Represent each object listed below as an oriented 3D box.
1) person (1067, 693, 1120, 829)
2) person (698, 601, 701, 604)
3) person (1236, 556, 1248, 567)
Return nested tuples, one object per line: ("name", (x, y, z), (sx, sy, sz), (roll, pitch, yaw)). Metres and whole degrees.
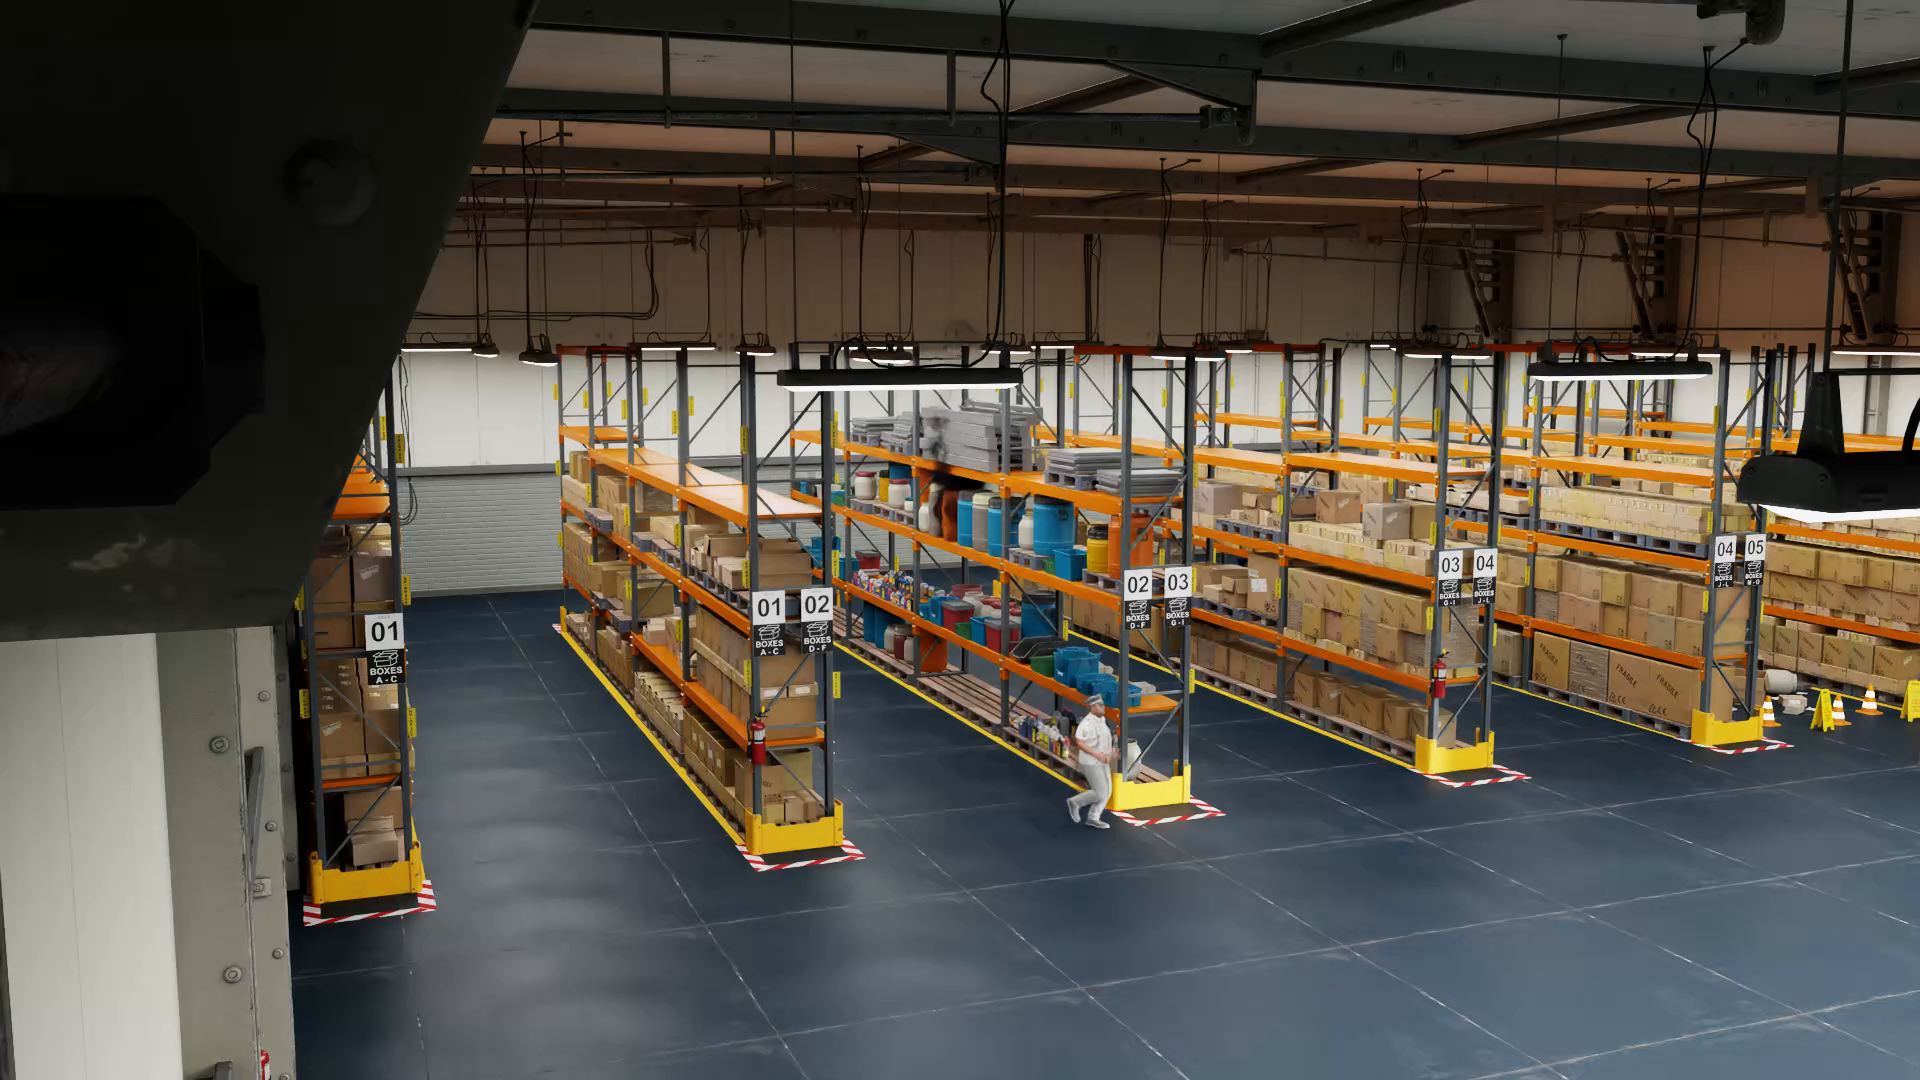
("person", (1.686, 2.794, 21.129), (0.595, 1.732, 0.648), (4, 8, 26))
("person", (-5.180, 1.148, 33.876), (0.653, 1.743, 0.741), (-5, 9, -34))
("person", (7.091, 0.301, 41.227), (0.878, 1.607, 0.678), (6, 9, 40))
